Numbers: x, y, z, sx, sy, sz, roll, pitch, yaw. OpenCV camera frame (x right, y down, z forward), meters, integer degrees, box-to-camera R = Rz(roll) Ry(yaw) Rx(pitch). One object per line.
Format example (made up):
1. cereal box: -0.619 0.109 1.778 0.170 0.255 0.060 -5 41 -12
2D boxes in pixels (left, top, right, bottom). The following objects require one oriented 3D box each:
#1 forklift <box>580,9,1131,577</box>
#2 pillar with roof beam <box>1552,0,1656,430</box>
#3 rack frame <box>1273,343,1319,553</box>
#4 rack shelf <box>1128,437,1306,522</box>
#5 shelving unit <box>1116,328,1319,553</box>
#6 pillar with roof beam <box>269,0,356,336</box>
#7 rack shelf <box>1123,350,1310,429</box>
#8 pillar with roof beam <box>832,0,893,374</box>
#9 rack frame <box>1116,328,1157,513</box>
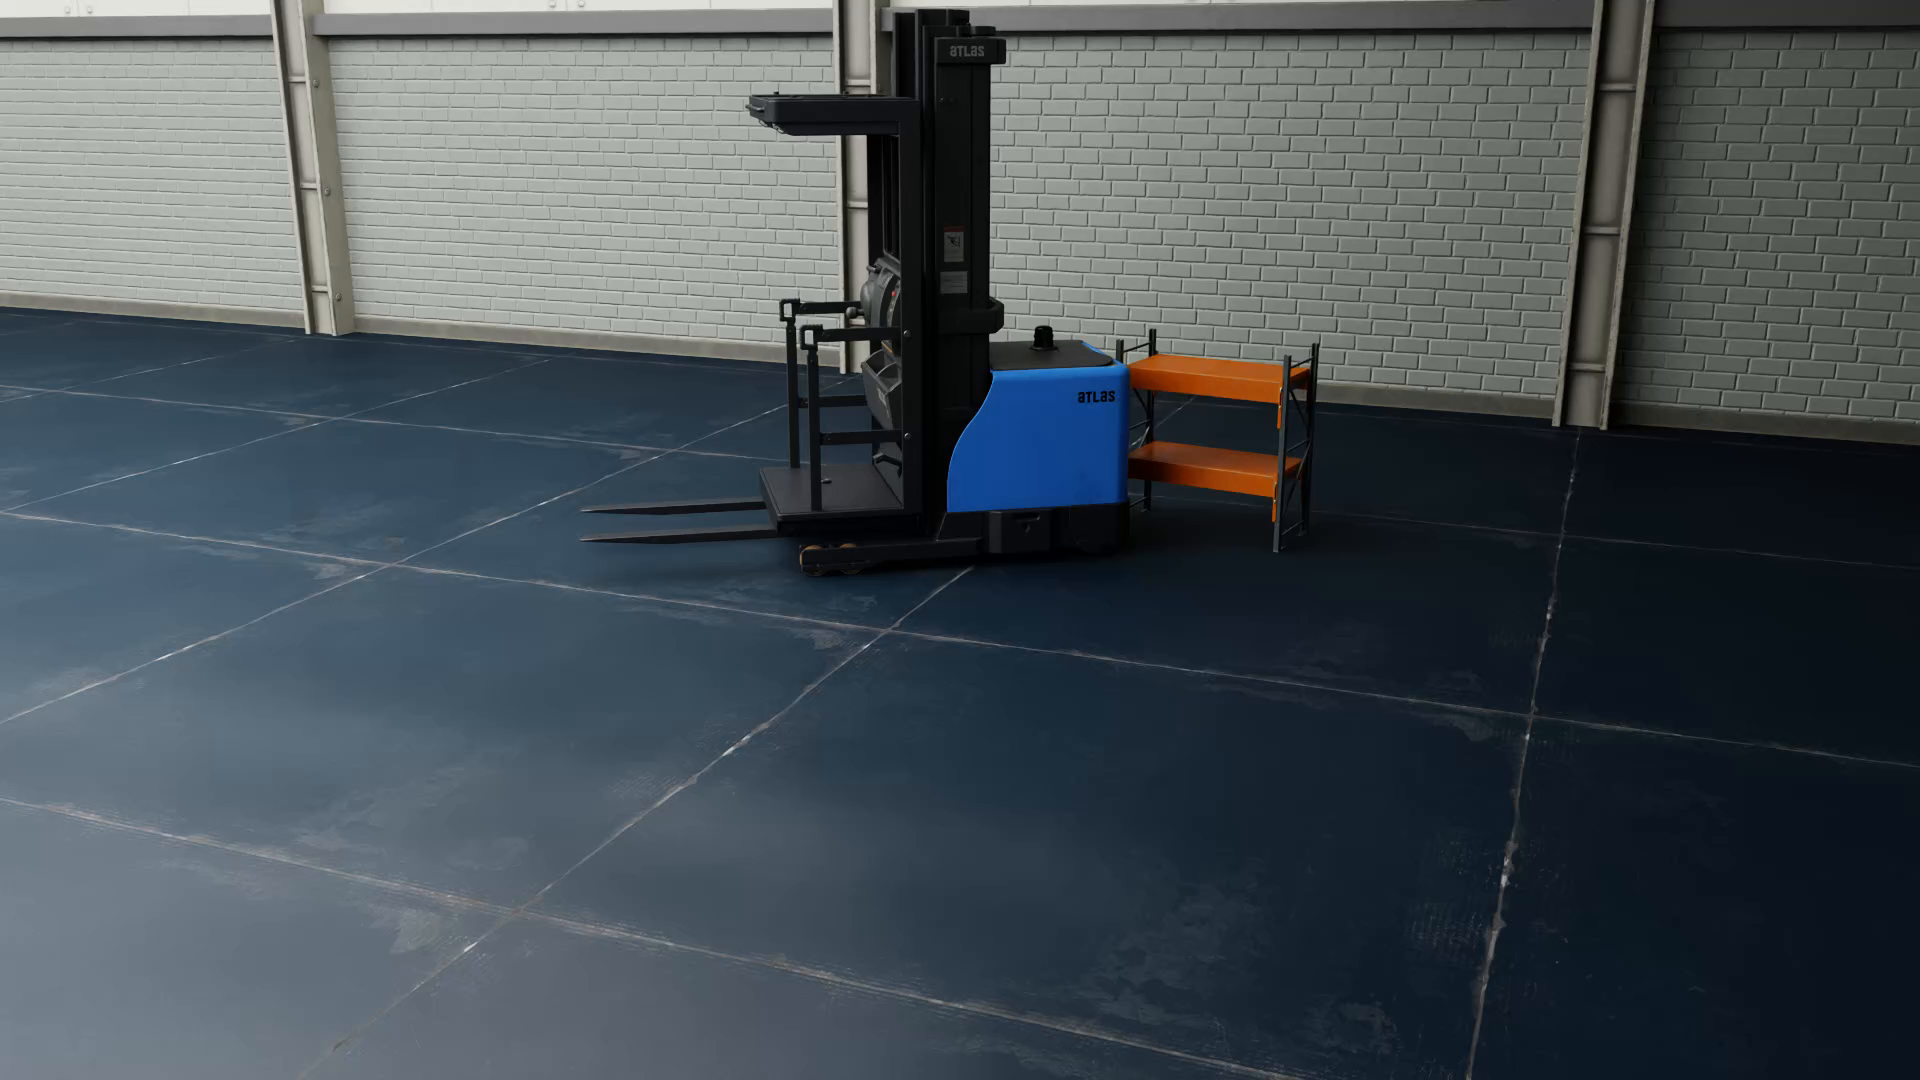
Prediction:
1. forklift: -0.617 -1.371 9.138 3.031 2.935 1.130 -3 17 -12
2. pillar with roof beam: 3.173 -4.094 7.635 0.400 9.000 9.100 6 17 21
3. rack frame: 1.917 -0.529 9.479 0.032 1.125 0.500 9 19 30
4. rack shelf: 1.481 -0.367 9.798 1.000 0.278 0.538 9 19 30
5. shelving unit: 1.481 -0.602 9.730 1.048 1.125 0.538 9 19 30
6. pillar with roof beam: -7.990 -5.322 11.864 0.400 9.000 9.100 6 17 21
7. rack shelf: 1.481 -0.883 9.648 1.000 0.278 0.538 9 19 30
8. pillar with roof beam: -2.408 -4.708 9.749 0.400 9.000 9.100 6 17 21
9. rack frame: 1.044 -0.675 9.980 0.032 1.125 0.500 9 19 30
